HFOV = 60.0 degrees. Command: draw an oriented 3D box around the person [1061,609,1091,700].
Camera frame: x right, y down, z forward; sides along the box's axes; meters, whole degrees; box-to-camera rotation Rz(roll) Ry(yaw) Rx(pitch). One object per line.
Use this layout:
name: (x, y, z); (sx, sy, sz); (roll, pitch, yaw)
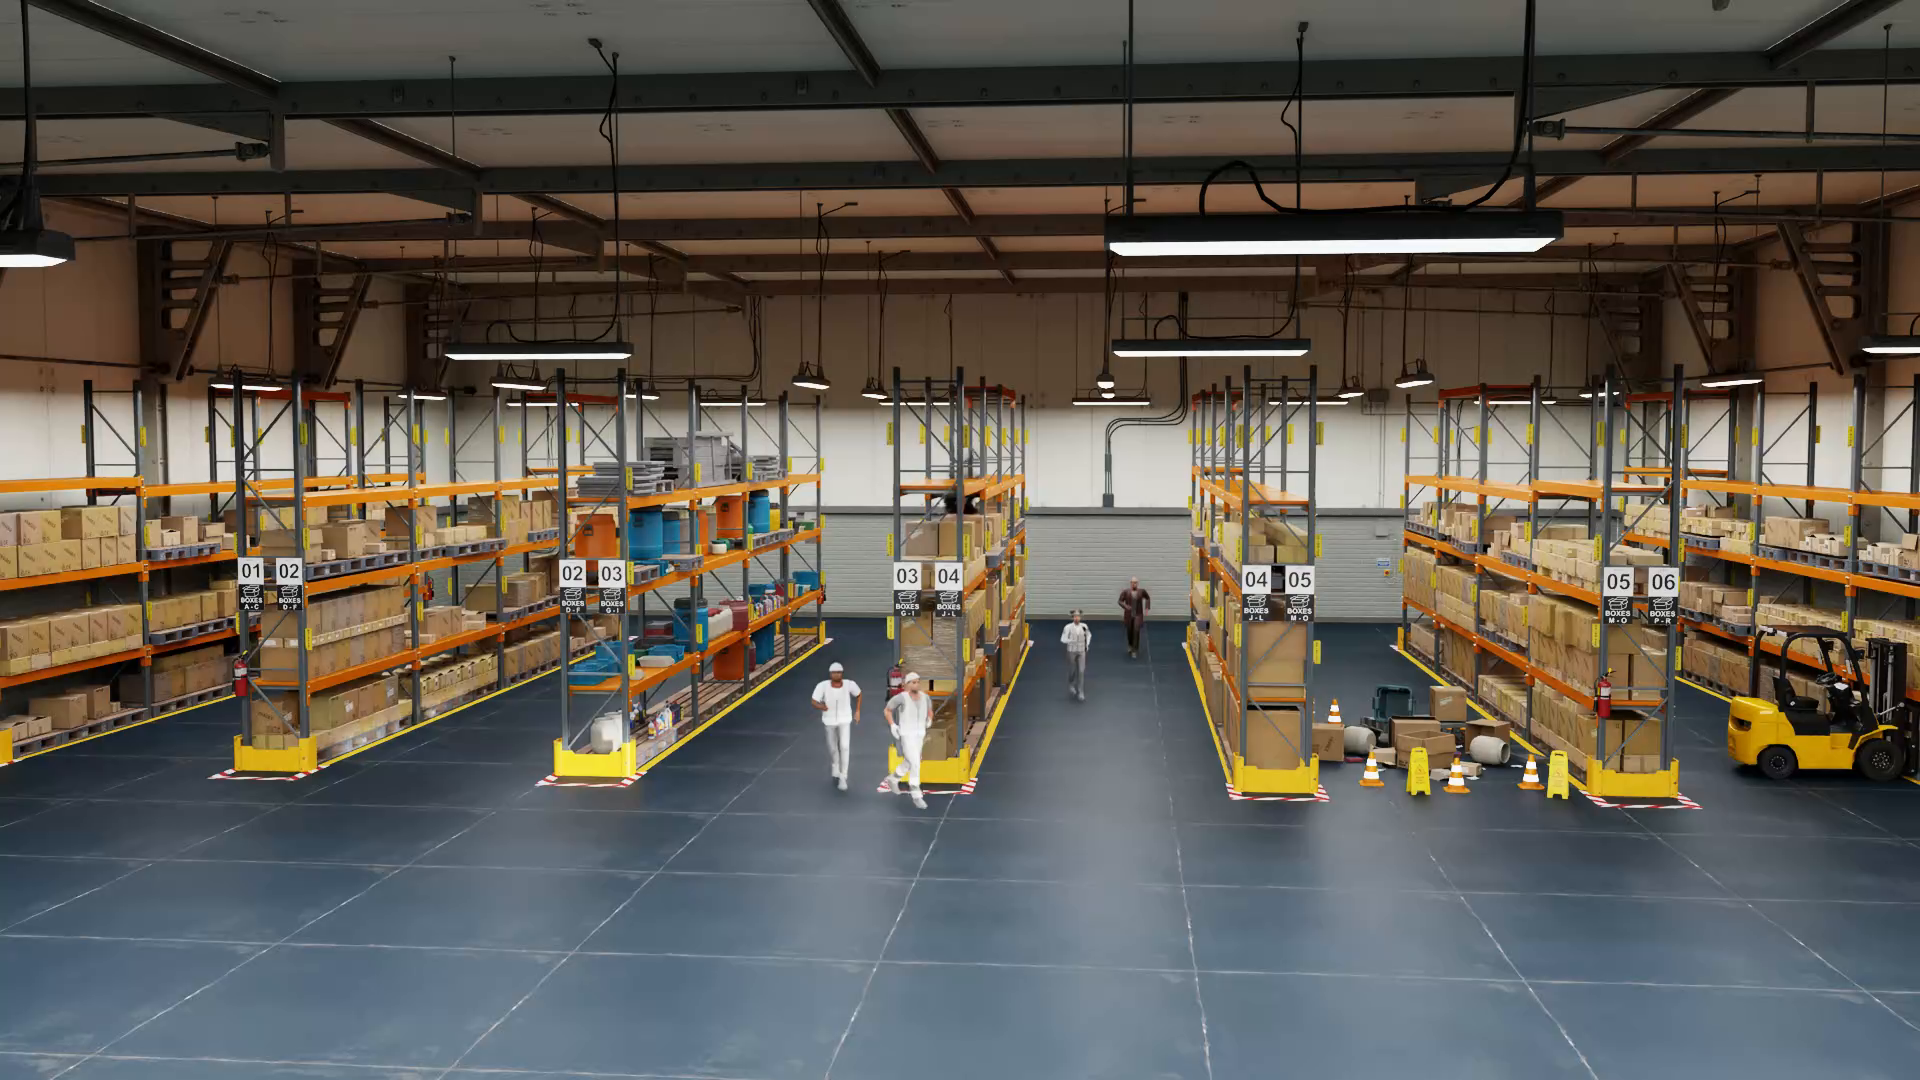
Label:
person: (2.232, 2.152, 31.760); (0.616, 1.689, 0.878); (0, 4, -4)

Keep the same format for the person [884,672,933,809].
person: (-0.666, 2.680, 22.653); (0.667, 1.792, 0.939); (-3, 5, -40)

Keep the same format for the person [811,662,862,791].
person: (-1.775, 2.641, 23.925); (0.725, 1.790, 0.938); (0, 4, -2)

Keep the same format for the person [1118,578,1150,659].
person: (3.961, 1.757, 37.878); (0.730, 1.809, 0.945); (1, 4, 9)
